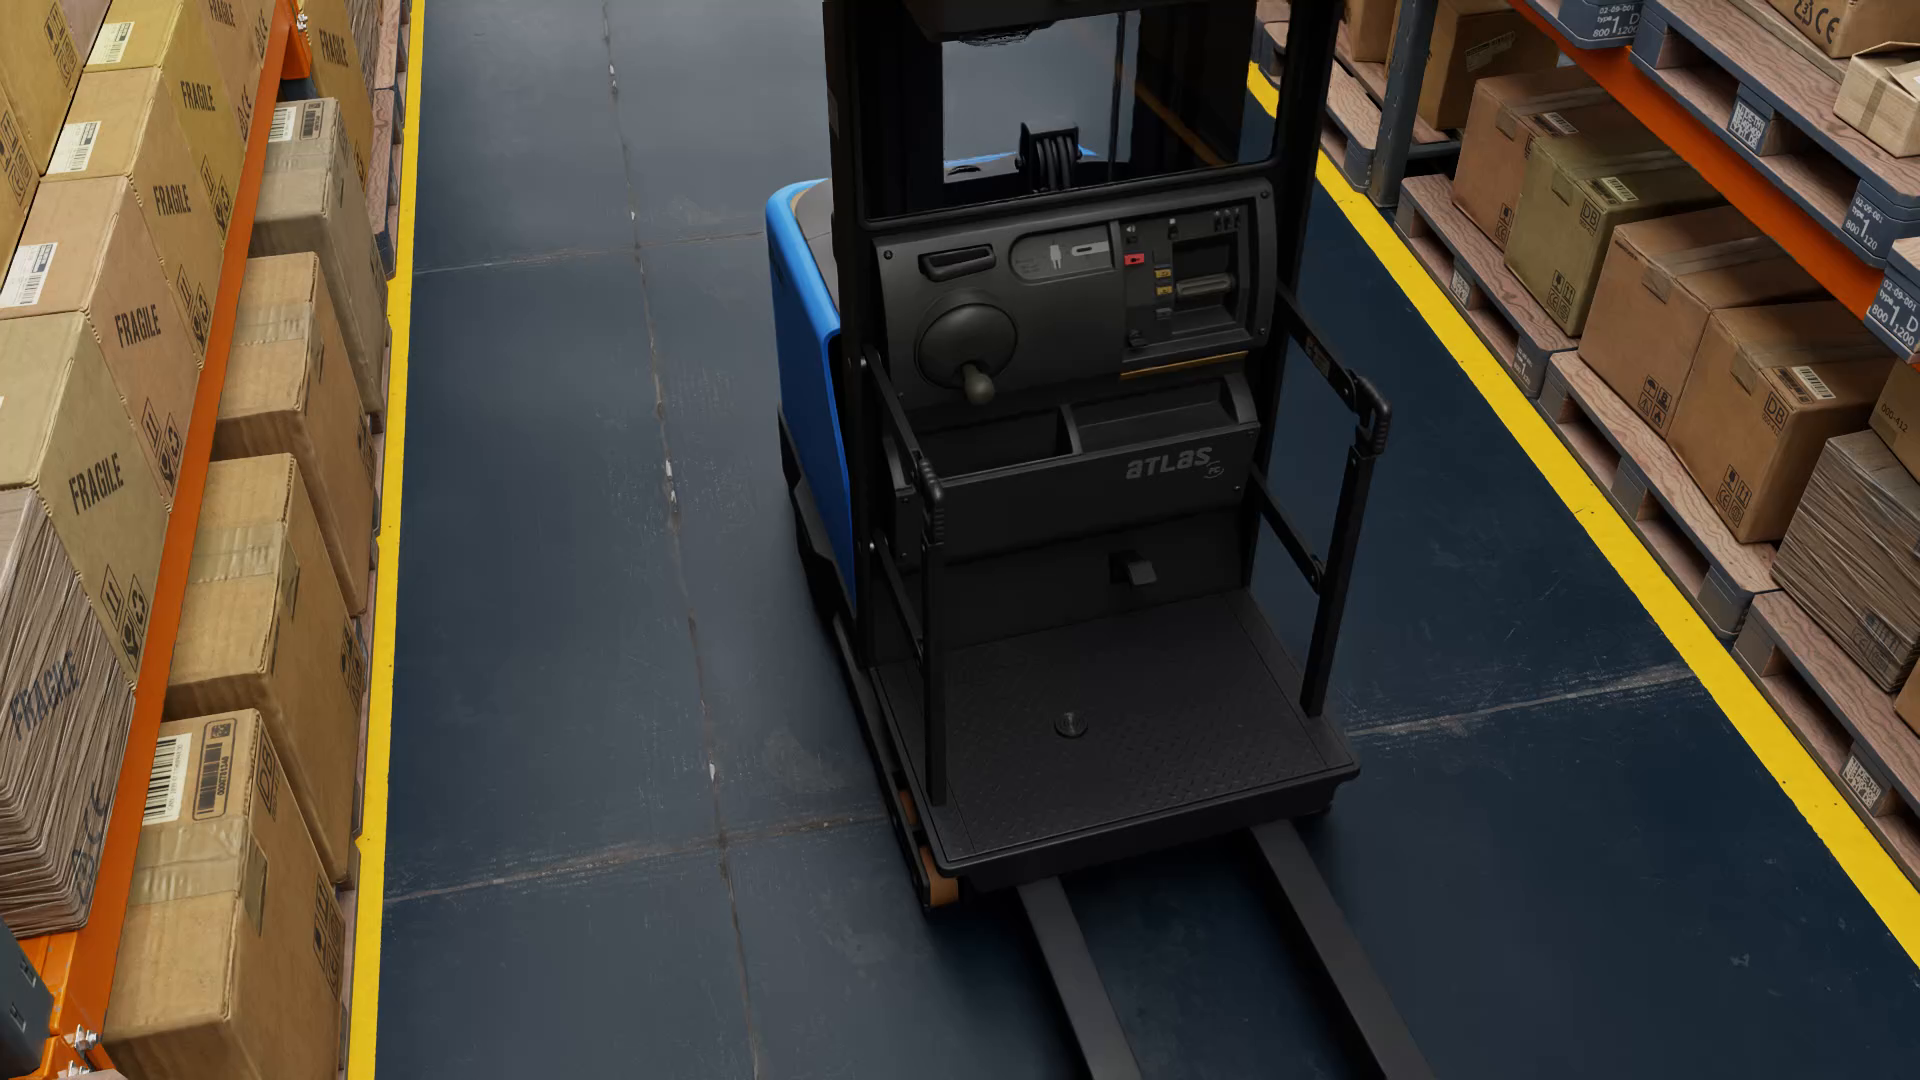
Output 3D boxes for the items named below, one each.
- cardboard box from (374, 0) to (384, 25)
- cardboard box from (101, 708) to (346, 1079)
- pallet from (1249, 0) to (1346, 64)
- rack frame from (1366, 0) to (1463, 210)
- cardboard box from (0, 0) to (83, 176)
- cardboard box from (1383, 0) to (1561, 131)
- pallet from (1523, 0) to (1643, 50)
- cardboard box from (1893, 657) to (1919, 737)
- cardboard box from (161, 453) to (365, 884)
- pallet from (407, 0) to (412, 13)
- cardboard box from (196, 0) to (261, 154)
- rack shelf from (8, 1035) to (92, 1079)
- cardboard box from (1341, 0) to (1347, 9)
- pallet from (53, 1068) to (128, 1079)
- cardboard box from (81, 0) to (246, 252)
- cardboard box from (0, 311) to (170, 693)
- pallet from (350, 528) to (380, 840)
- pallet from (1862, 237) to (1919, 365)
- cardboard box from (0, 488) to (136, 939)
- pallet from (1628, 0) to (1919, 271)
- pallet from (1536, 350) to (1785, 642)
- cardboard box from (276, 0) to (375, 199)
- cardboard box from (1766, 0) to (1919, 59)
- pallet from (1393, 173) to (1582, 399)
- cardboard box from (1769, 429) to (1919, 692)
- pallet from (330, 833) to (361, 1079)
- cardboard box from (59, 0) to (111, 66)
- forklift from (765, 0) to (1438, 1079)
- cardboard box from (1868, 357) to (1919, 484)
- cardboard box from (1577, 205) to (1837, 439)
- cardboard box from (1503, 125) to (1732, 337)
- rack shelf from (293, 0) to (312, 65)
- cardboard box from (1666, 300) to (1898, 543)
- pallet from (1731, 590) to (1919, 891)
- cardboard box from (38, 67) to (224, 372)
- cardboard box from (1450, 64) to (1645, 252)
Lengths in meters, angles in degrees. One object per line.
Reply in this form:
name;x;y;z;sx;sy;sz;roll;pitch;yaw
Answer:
cardboard box;-3.151;-2.885;7.524;0.875;0.875;0.875;-9;42;-10
cardboard box;-0.293;-1.175;5.324;5.455;1.239;5.693;-9;42;-10
pallet;1.728;-2.755;8.194;1.003;0.211;1.213;-8;42;-9
rack frame;2.174;-2.575;5.891;1.000;3.000;0.127;-8;42;-9
cardboard box;-2.248;-1.032;3.324;0.700;0.500;0.500;-9;42;-10
cardboard box;2.127;-2.062;6.880;0.500;0.500;0.500;-10;42;-11
pallet;2.197;-1.987;5.373;1.003;0.211;1.213;-8;42;-9
cardboard box;2.873;0.357;4.140;0.700;0.500;0.500;-10;43;-12
cardboard box;-2.063;0.374;3.948;1.050;0.750;0.750;-8;42;-9
pallet;-3.305;-2.972;8.440;1.003;0.211;1.213;-8;42;-9
cardboard box;-2.208;-1.340;4.424;0.500;0.500;0.500;-9;42;-10
rack shelf;-1.396;2.229;1.022;1.077;0.370;4.000;-8;42;-9
cardboard box;1.785;-2.823;7.738;0.500;0.500;0.500;-12;43;-13
pallet;-1.569;1.182;1.804;1.213;0.211;1.003;-8;42;-9
cardboard box;-2.099;-1.012;4.055;0.500;0.500;0.500;-8;42;-9
cardboard box;-1.773;-0.033;2.952;0.500;0.500;0.500;-9;42;-10
pallet;-2.184;0.395;4.646;1.003;0.211;1.213;-8;42;-9
pallet;2.780;-0.357;3.537;1.213;0.211;1.003;-8;42;-9
cardboard box;-1.661;0.296;2.582;0.500;0.500;0.500;-8;42;-9
pallet;2.570;-1.188;4.473;1.003;0.211;1.213;-8;42;-9
pallet;2.611;-0.235;5.356;1.003;0.211;1.213;-8;42;-9
cardboard box;-2.758;-1.710;6.201;0.875;0.875;0.875;-8;42;-9
cardboard box;2.639;-1.660;4.466;0.797;0.503;0.637;-4;42;-5
pallet;2.344;-1.028;6.249;1.003;0.211;1.213;-8;42;-9
cardboard box;2.741;-0.001;4.543;0.700;0.500;0.500;-12;43;-13
pallet;-1.924;1.184;3.757;1.003;0.211;1.213;-8;42;-9
cardboard box;-2.356;-1.359;3.693;0.700;0.500;0.500;-8;42;-9
forklift;3.923;-0.611;3.730;8.118;2.935;4.693;-11;43;-12
cardboard box;2.739;-0.265;4.275;0.500;0.250;0.500;-4;42;-4
cardboard box;2.491;-0.729;5.363;0.700;0.500;0.500;-12;43;-13
cardboard box;2.370;-1.092;5.772;0.700;0.500;0.500;-9;42;-10
rack shelf;-3.122;-2.957;6.864;1.077;0.370;4.000;-8;42;-9
cardboard box;2.612;-0.367;4.956;0.700;0.500;0.500;-5;42;-6
pallet;10.684;1.291;3.636;15.783;0.211;6.755;-8;42;-9
cardboard box;-1.987;-0.683;3.685;0.500;0.500;0.500;-9;42;-10
cardboard box;2.286;-1.403;6.123;0.700;0.500;0.500;-11;43;-13
